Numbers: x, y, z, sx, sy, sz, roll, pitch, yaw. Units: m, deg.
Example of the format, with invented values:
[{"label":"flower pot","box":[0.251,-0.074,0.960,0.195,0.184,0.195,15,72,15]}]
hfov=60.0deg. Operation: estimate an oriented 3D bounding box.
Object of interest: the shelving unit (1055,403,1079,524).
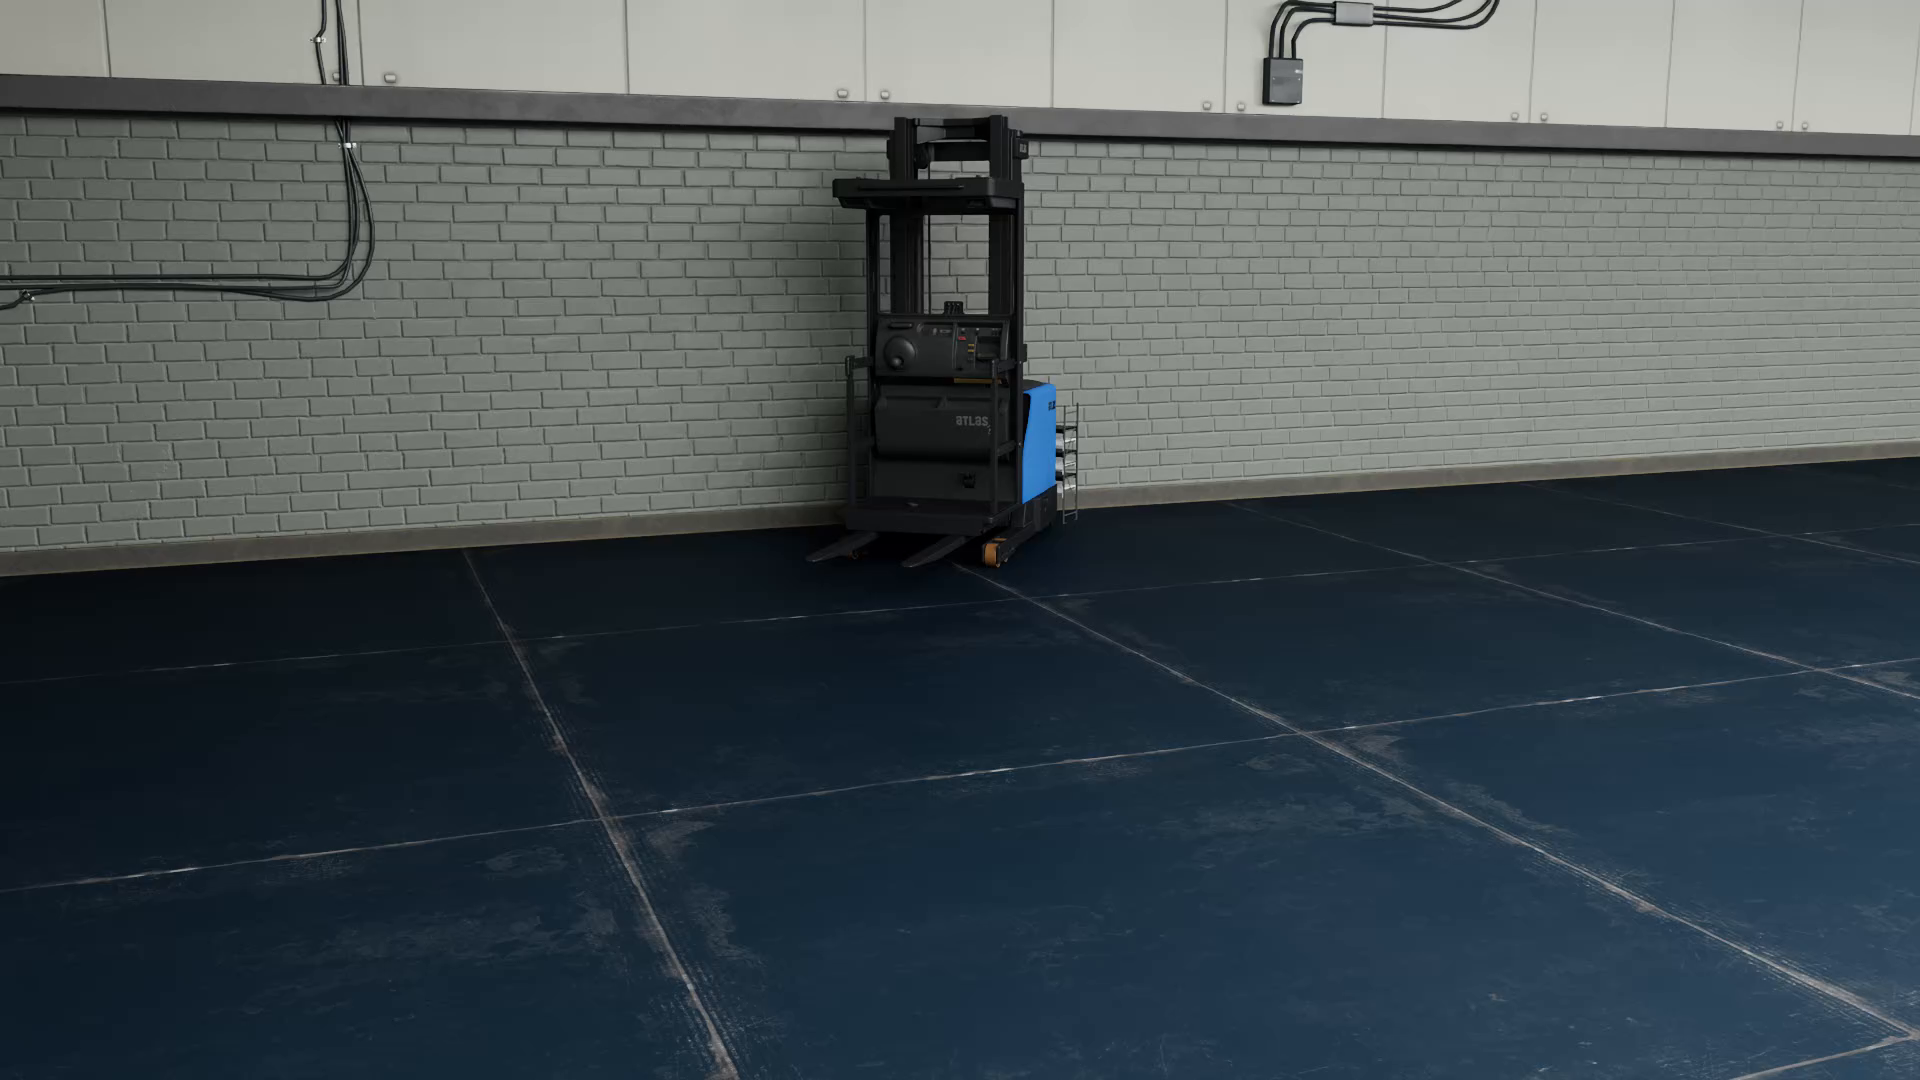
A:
[{"label":"shelving unit","box":[0.752,-0.591,12.676,0.210,0.900,0.258,6,12,30]}]

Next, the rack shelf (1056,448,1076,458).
[{"label":"rack shelf","box":[0.752,-0.647,12.666,0.200,0.077,0.258,6,12,30]}]

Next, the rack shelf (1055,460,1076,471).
[{"label":"rack shelf","box":[0.752,-0.559,12.682,0.200,0.077,0.258,6,12,30]}]

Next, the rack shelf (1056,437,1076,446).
[{"label":"rack shelf","box":[0.752,-0.736,12.650,0.200,0.077,0.258,6,12,30]}]

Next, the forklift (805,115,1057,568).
[{"label":"forklift","box":[-0.178,-1.338,11.073,1.130,2.935,3.031,3,11,16]}]

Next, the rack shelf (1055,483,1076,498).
[{"label":"rack shelf","box":[0.752,-0.381,12.713,0.200,0.077,0.258,6,12,30]}]

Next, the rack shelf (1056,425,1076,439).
[{"label":"rack shelf","box":[0.752,-0.824,12.634,0.200,0.077,0.258,6,12,30]}]

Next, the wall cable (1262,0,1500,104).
[{"label":"wall cable","box":[3.525,-6.520,13.166,2.305,6.003,0.169,-4,11,-21]}]

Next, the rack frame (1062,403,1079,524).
[{"label":"rack frame","box":[0.840,-0.583,12.625,0.006,0.900,0.240,6,12,30]}]

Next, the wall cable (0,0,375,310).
[{"label":"wall cable","box":[-5.329,-2.717,10.363,3.097,2.526,0.112,-4,11,-21]}]

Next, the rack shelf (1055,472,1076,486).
[{"label":"rack shelf","box":[0.752,-0.470,12.697,0.200,0.077,0.258,6,12,30]}]
